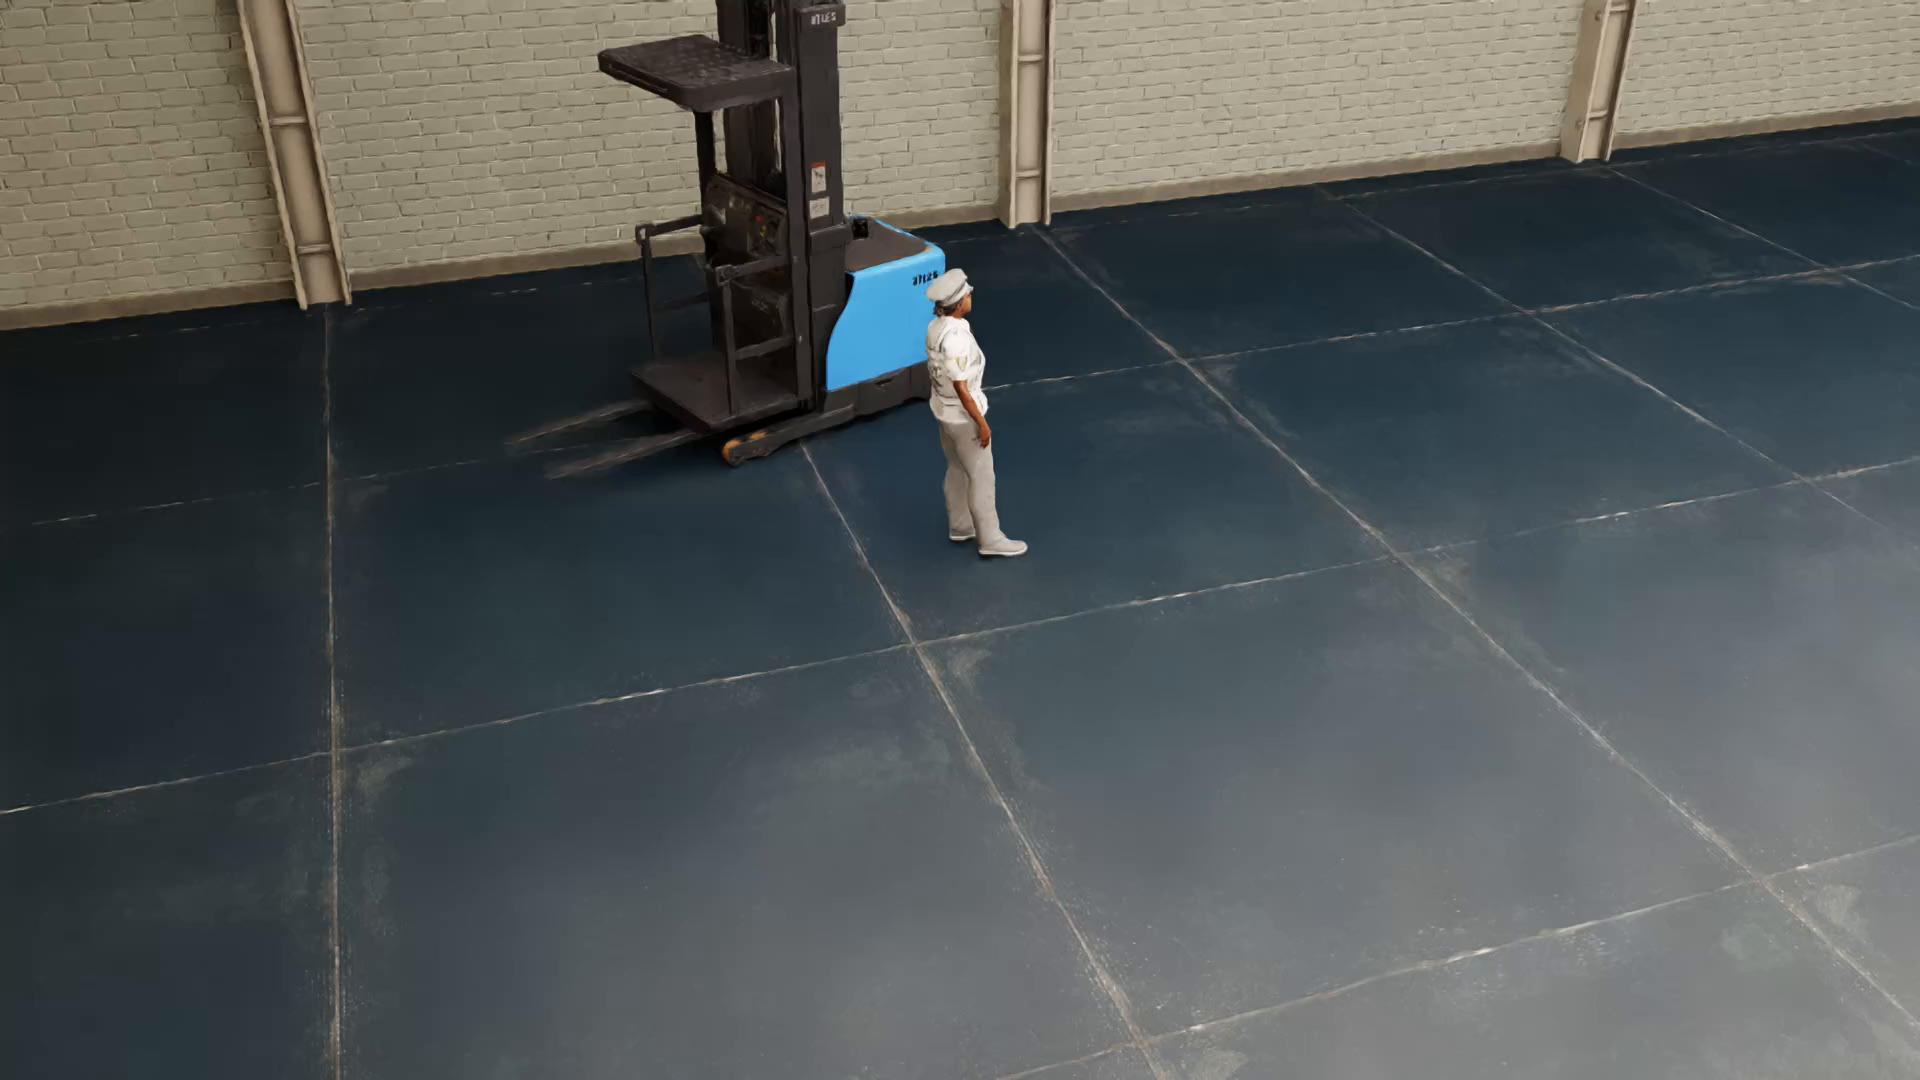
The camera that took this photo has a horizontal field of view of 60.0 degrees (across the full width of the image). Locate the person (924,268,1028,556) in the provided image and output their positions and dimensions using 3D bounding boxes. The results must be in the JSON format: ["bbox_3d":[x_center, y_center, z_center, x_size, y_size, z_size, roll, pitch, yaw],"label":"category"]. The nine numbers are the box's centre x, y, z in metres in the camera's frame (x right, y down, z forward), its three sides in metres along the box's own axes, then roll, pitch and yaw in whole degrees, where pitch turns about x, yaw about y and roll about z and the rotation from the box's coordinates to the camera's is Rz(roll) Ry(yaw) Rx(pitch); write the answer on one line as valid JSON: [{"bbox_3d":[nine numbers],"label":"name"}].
[{"bbox_3d":[0.077,-0.744,9.604,0.530,1.695,0.570,-10,31,-16],"label":"person"}]

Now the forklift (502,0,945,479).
[{"bbox_3d":[-1.558,-2.055,10.659,3.031,2.935,1.130,-22,36,-33],"label":"forklift"}]
